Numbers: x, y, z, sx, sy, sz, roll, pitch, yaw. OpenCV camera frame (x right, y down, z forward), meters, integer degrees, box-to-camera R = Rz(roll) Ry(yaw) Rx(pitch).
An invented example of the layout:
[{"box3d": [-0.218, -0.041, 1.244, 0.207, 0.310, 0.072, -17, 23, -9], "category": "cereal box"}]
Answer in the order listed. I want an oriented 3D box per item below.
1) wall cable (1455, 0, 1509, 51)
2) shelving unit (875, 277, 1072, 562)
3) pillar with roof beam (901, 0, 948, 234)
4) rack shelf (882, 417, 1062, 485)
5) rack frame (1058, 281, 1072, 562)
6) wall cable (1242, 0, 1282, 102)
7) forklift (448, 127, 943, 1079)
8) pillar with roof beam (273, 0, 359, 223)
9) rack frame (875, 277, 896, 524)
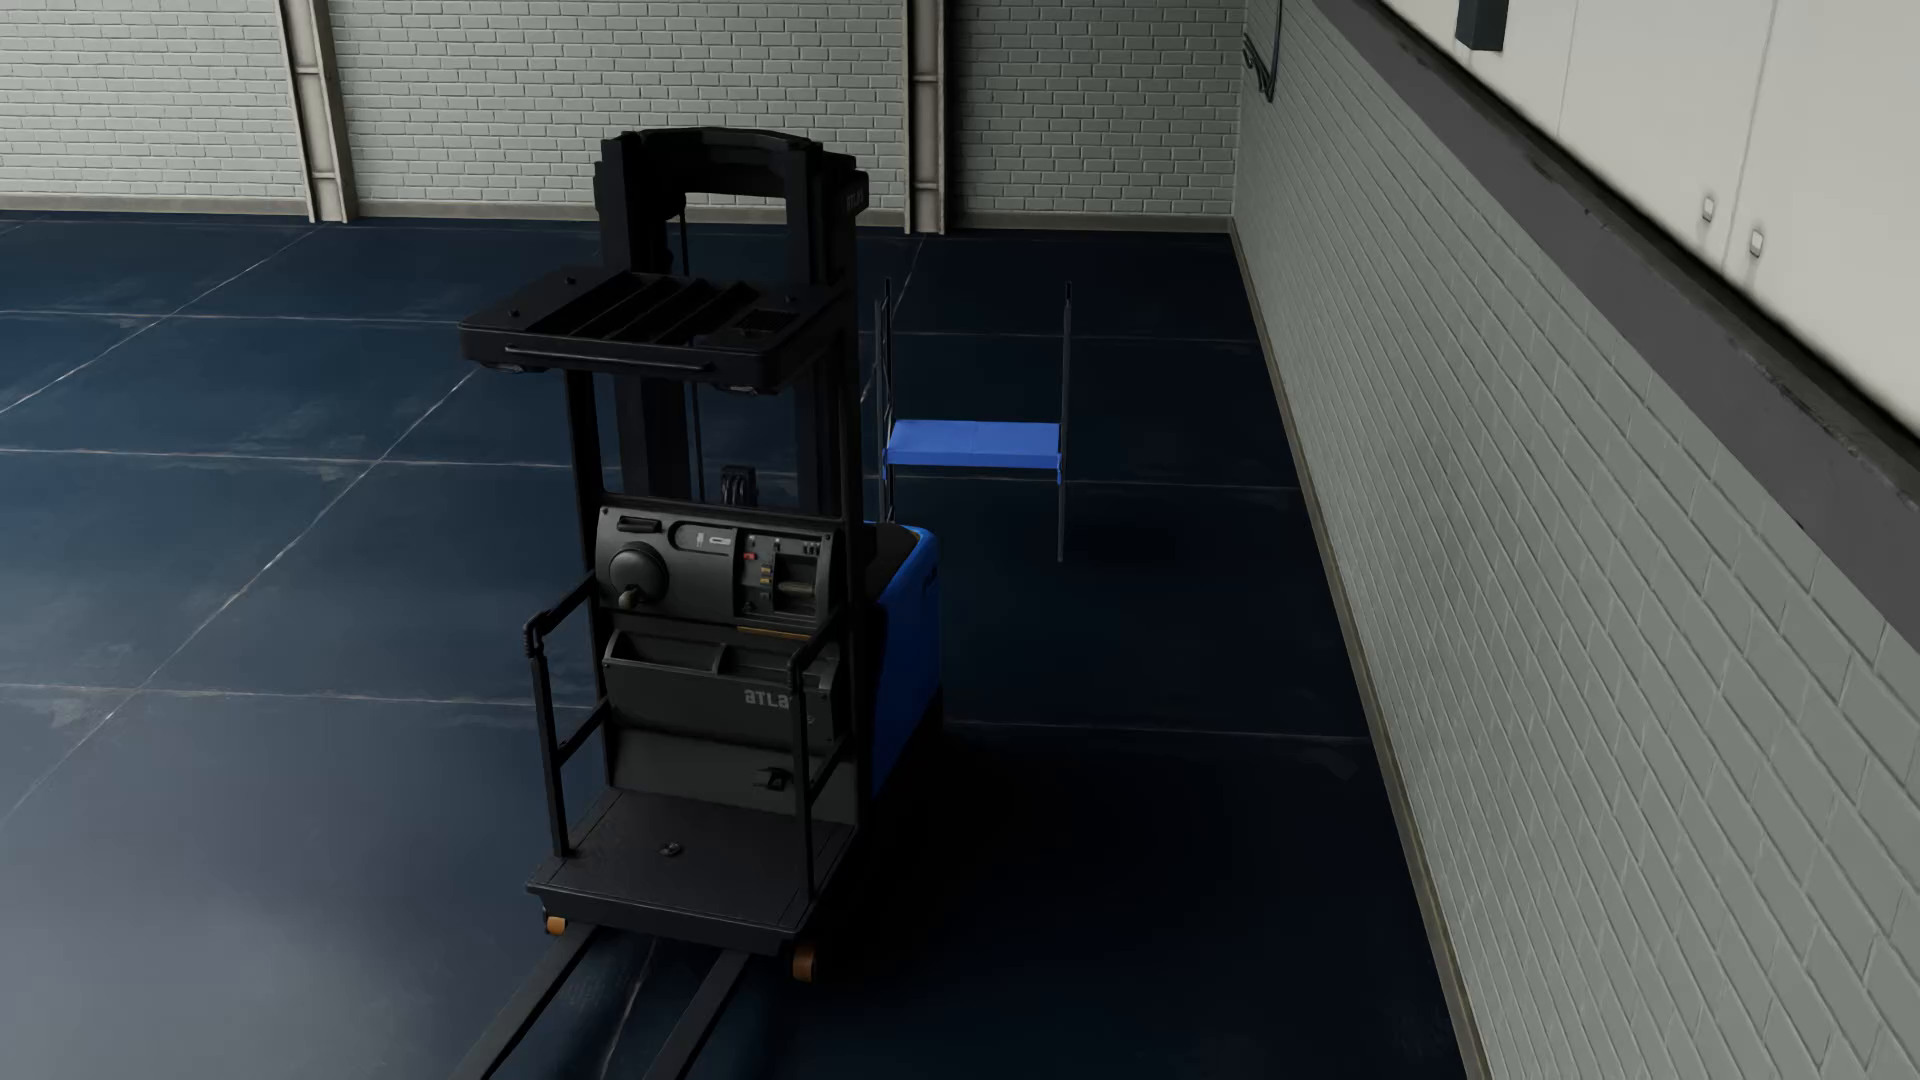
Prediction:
[{"box3d": [1.761, -4.085, 3.793, 0.169, 6.003, 2.305, 2, 25, 4], "category": "wall cable"}, {"box3d": [0.085, -0.679, 9.431, 1.048, 1.500, 0.538, 2, 25, 4], "category": "shelving unit"}, {"box3d": [-0.662, -5.347, 10.605, 0.400, 9.000, 9.100, 2, 25, 4], "category": "pillar with roof beam"}, {"box3d": [0.085, -0.515, 9.506, 1.000, 0.185, 0.538, 2, 25, 4], "category": "rack shelf"}, {"box3d": [0.592, -0.662, 9.395, 0.032, 1.500, 0.500, 2, 25, 4], "category": "rack frame"}, {"box3d": [2.504, -5.085, 13.751, 0.112, 2.526, 3.097, 2, 25, 4], "category": "wall cable"}, {"box3d": [-0.964, 0.132, 5.958, 1.130, 2.935, 3.031, 7, 26, 14], "category": "forklift"}, {"box3d": [-6.644, -5.539, 11.023, 0.400, 9.000, 9.100, 2, 25, 4], "category": "pillar with roof beam"}, {"box3d": [-0.422, -0.695, 9.466, 0.032, 1.500, 0.500, 2, 25, 4], "category": "rack frame"}]
